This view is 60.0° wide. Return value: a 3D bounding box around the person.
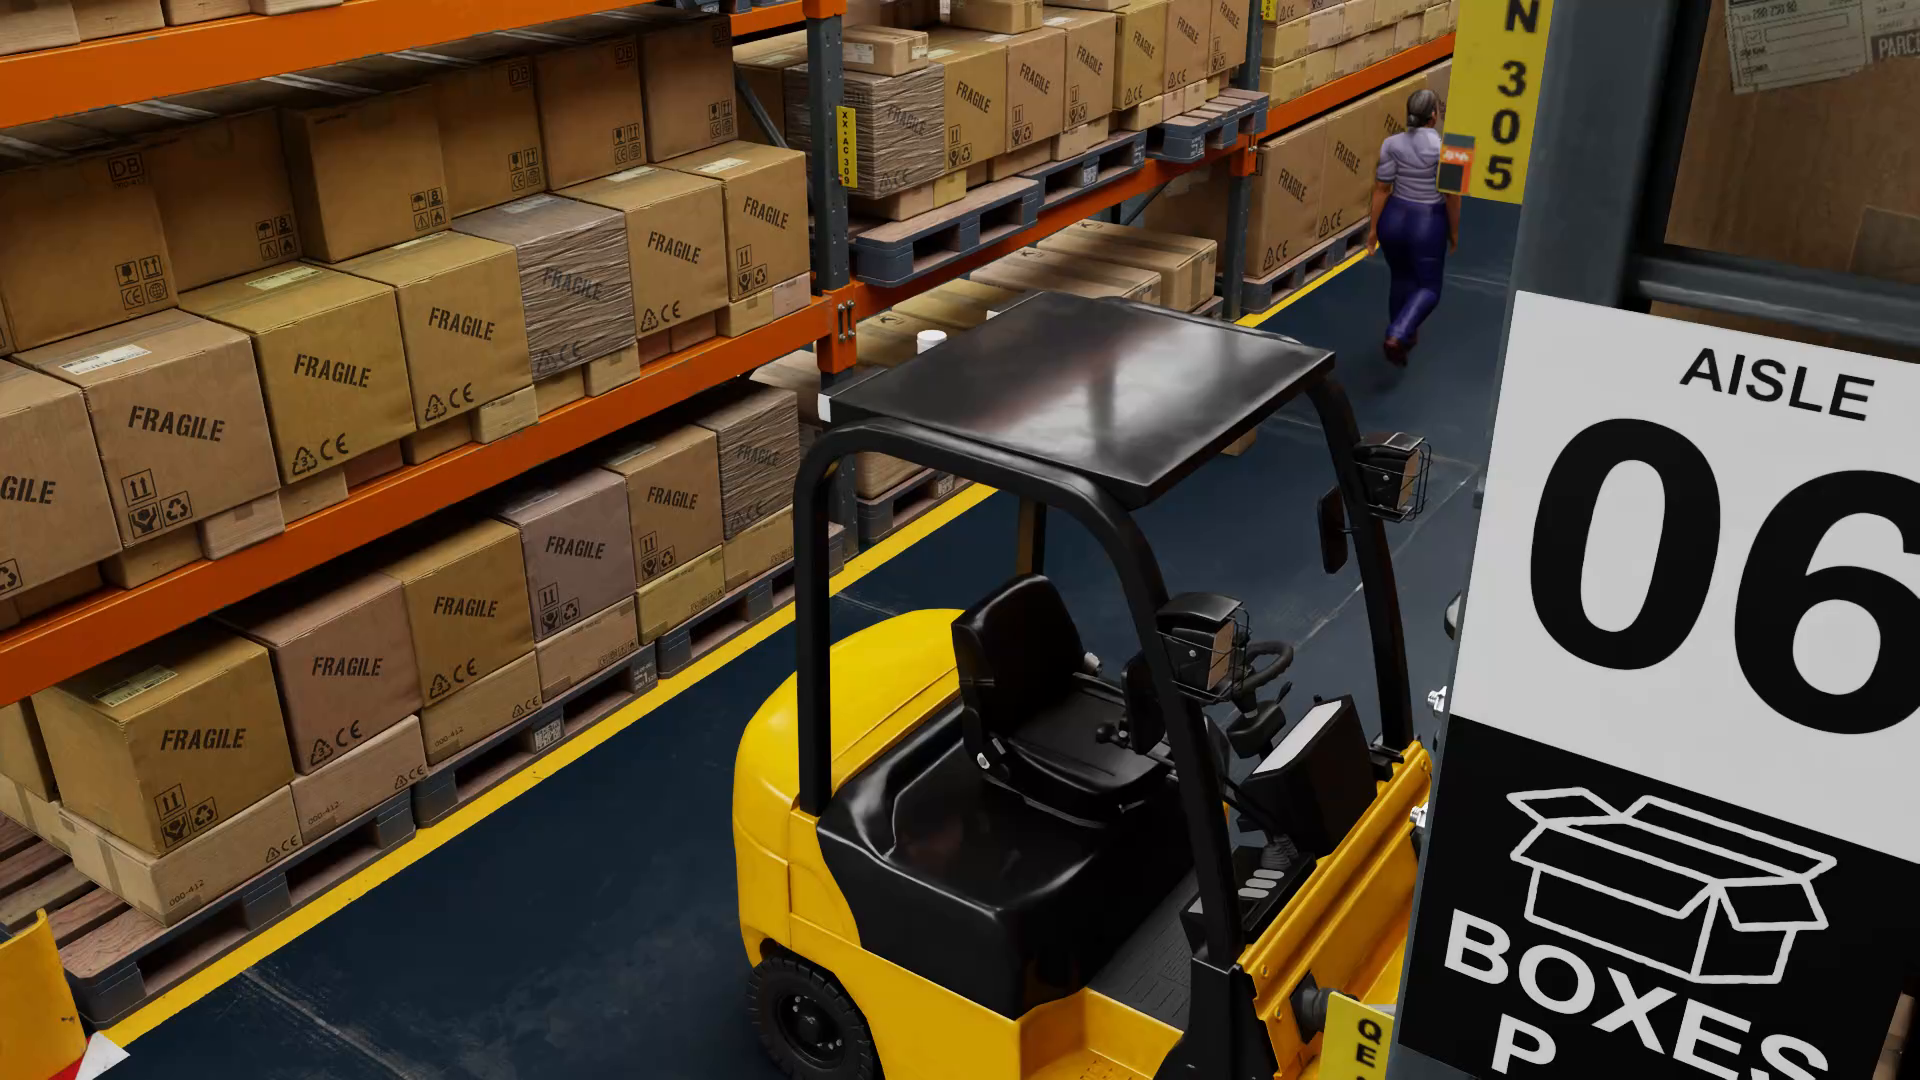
[{"bbox_3d":[2.627,-1.796,9.639,0.488,1.599,0.857,19,33,33],"label":"person"}]
